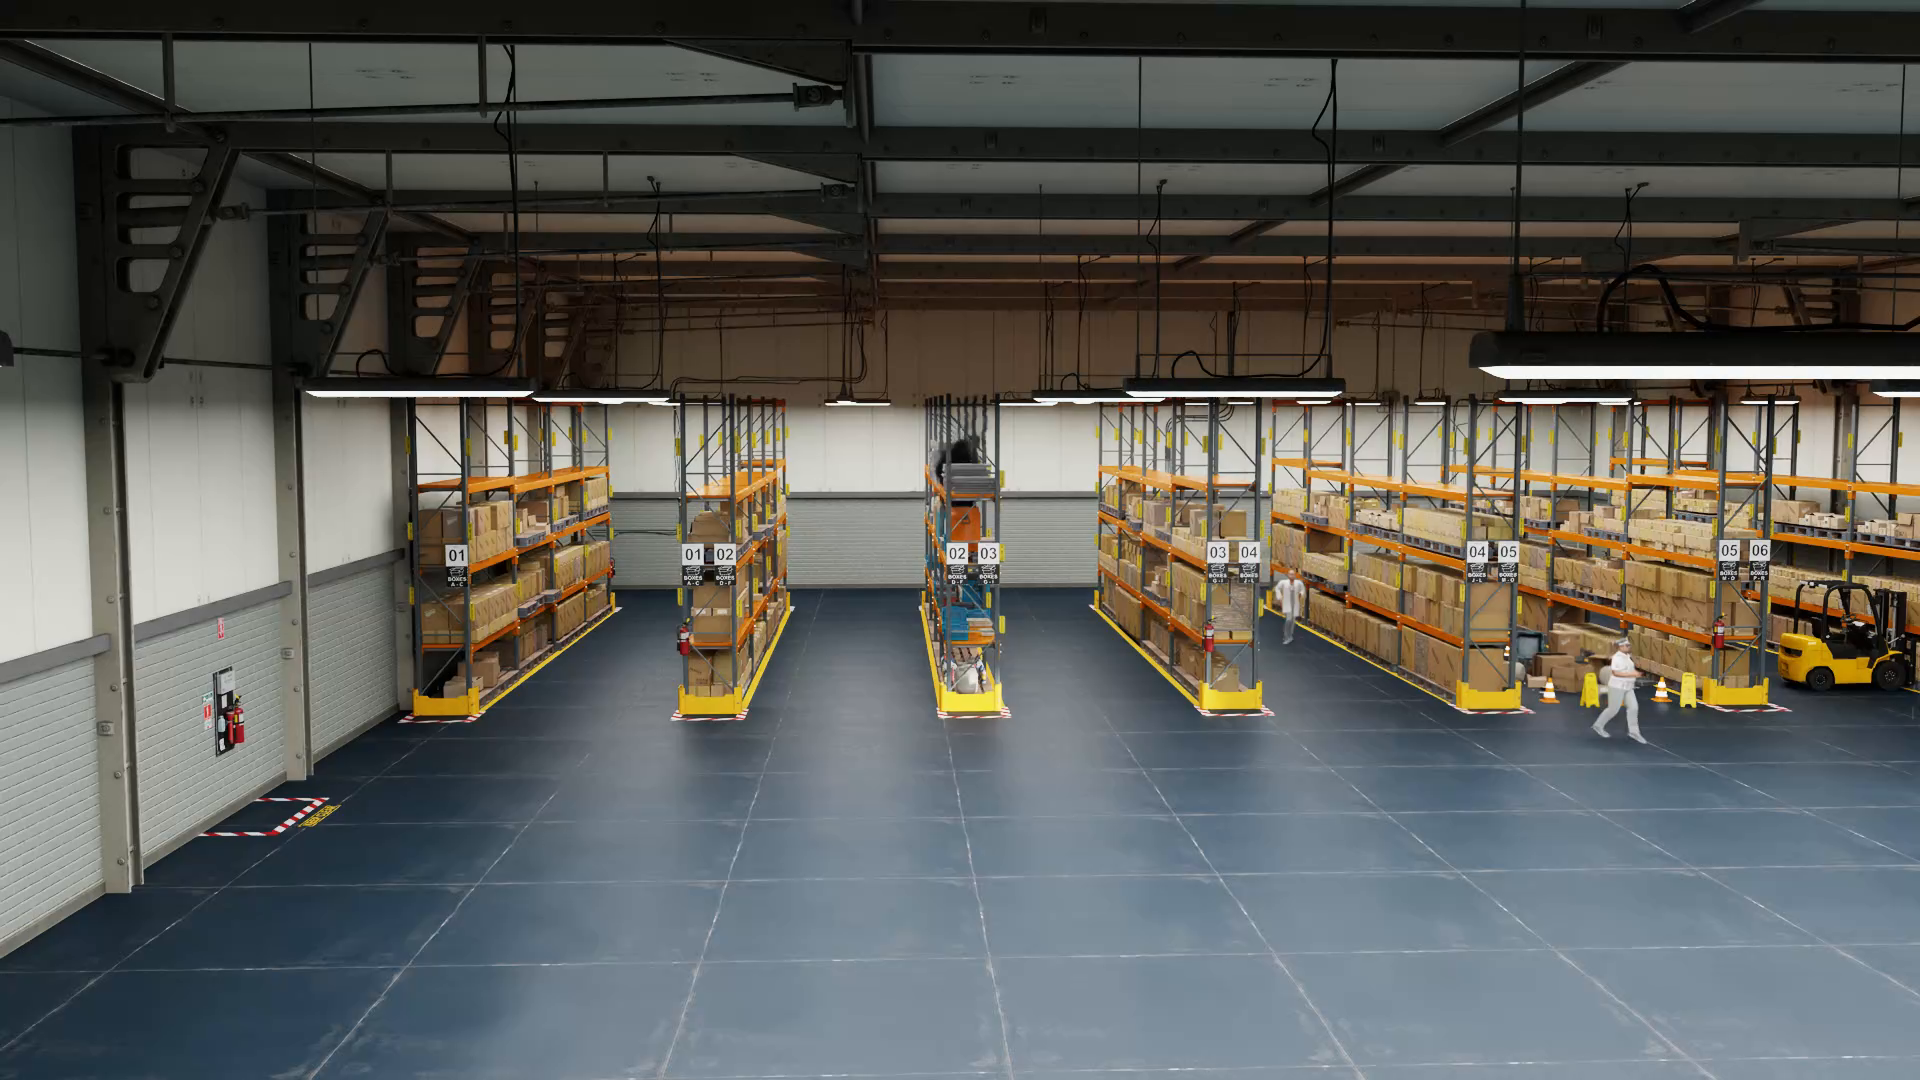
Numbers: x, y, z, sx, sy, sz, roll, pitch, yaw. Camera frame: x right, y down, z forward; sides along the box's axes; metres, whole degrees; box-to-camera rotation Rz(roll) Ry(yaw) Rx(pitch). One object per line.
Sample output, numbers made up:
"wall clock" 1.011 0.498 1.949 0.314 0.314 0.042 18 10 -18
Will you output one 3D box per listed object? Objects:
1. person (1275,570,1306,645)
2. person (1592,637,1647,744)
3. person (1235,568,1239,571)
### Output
"person" 8.094 1.645 40.614 0.688 1.839 0.836 0 5 -4
"person" 11.356 2.565 28.621 0.653 1.824 0.892 -4 6 -44
"person" 8.287 1.070 48.768 0.898 1.595 0.651 -3 6 -36
